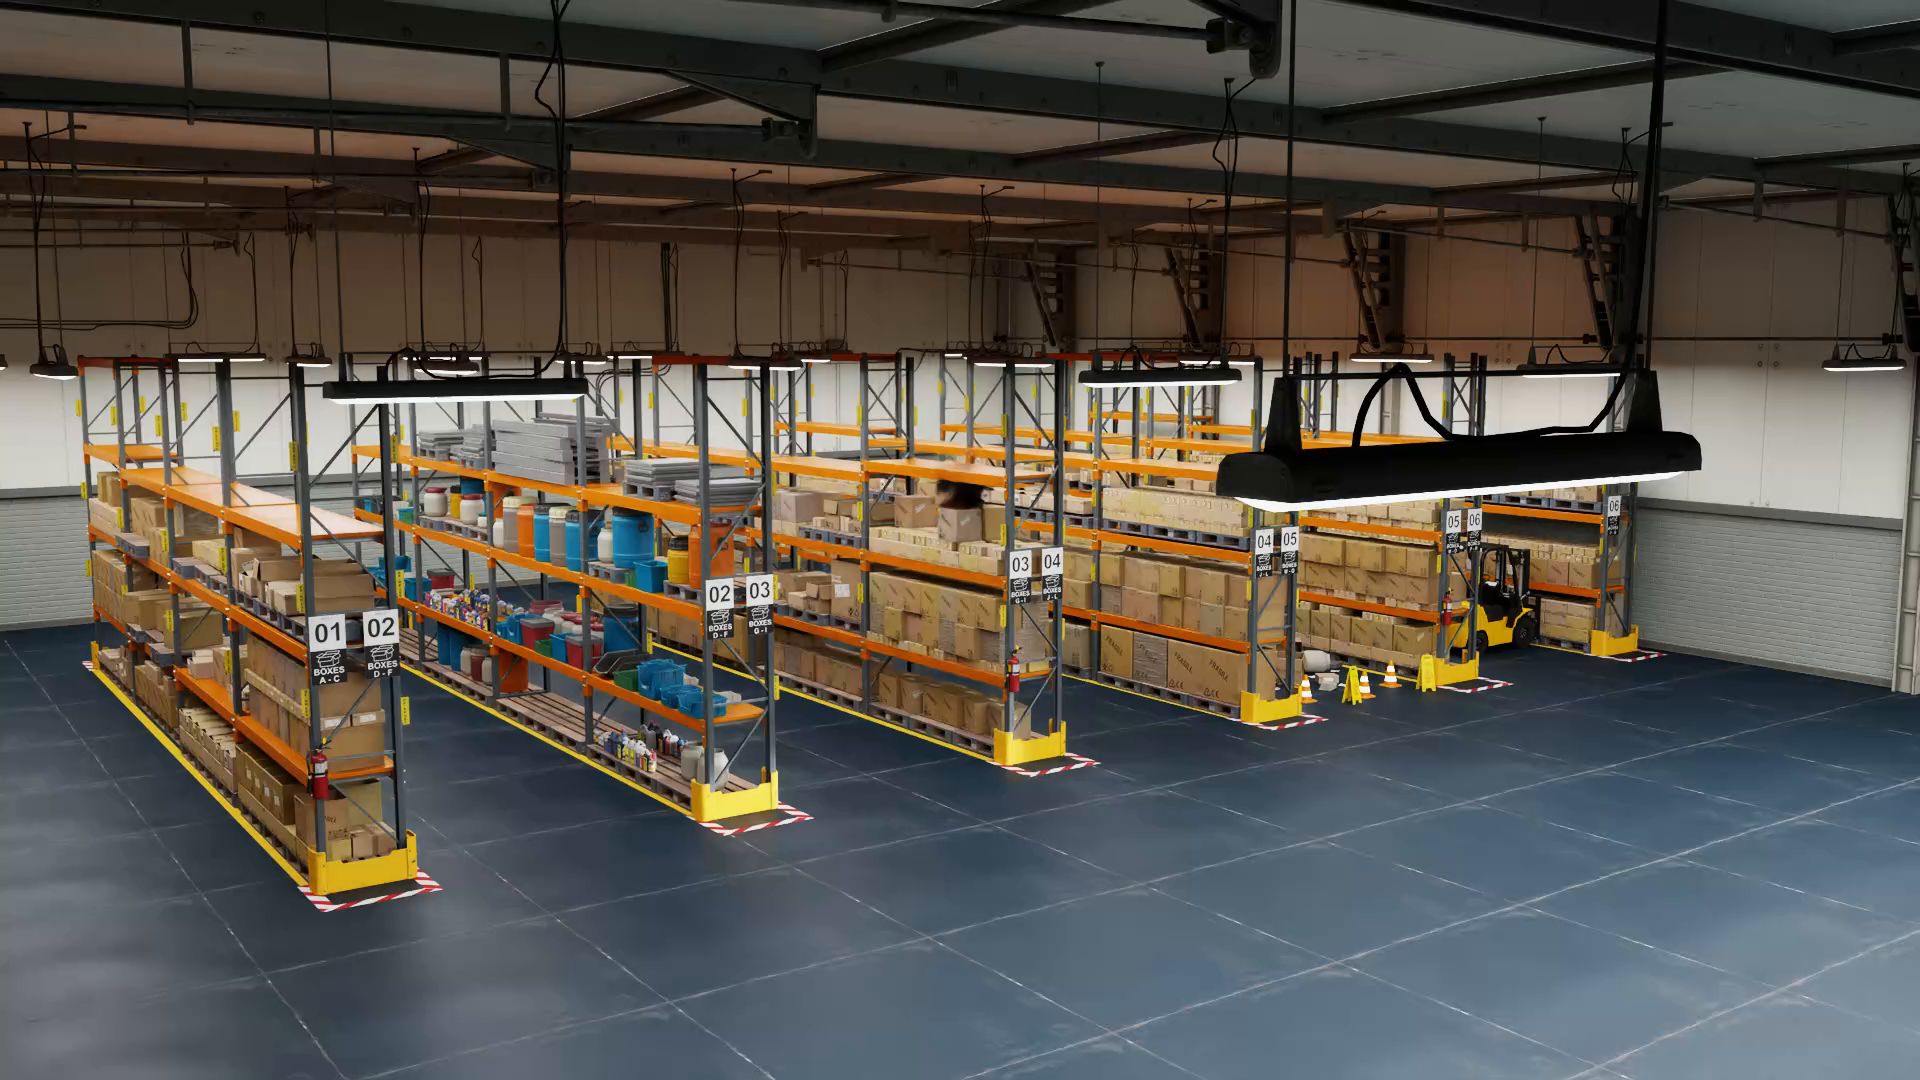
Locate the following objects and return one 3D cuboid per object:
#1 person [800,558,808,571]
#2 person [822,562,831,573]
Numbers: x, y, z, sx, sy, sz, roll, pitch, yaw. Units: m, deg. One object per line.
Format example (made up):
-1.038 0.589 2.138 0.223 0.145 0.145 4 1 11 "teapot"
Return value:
-4.015 0.389 41.968 0.521 1.730 0.737 2 7 13 "person"
-3.328 0.287 42.676 0.822 1.741 0.715 -7 9 -43 "person"
